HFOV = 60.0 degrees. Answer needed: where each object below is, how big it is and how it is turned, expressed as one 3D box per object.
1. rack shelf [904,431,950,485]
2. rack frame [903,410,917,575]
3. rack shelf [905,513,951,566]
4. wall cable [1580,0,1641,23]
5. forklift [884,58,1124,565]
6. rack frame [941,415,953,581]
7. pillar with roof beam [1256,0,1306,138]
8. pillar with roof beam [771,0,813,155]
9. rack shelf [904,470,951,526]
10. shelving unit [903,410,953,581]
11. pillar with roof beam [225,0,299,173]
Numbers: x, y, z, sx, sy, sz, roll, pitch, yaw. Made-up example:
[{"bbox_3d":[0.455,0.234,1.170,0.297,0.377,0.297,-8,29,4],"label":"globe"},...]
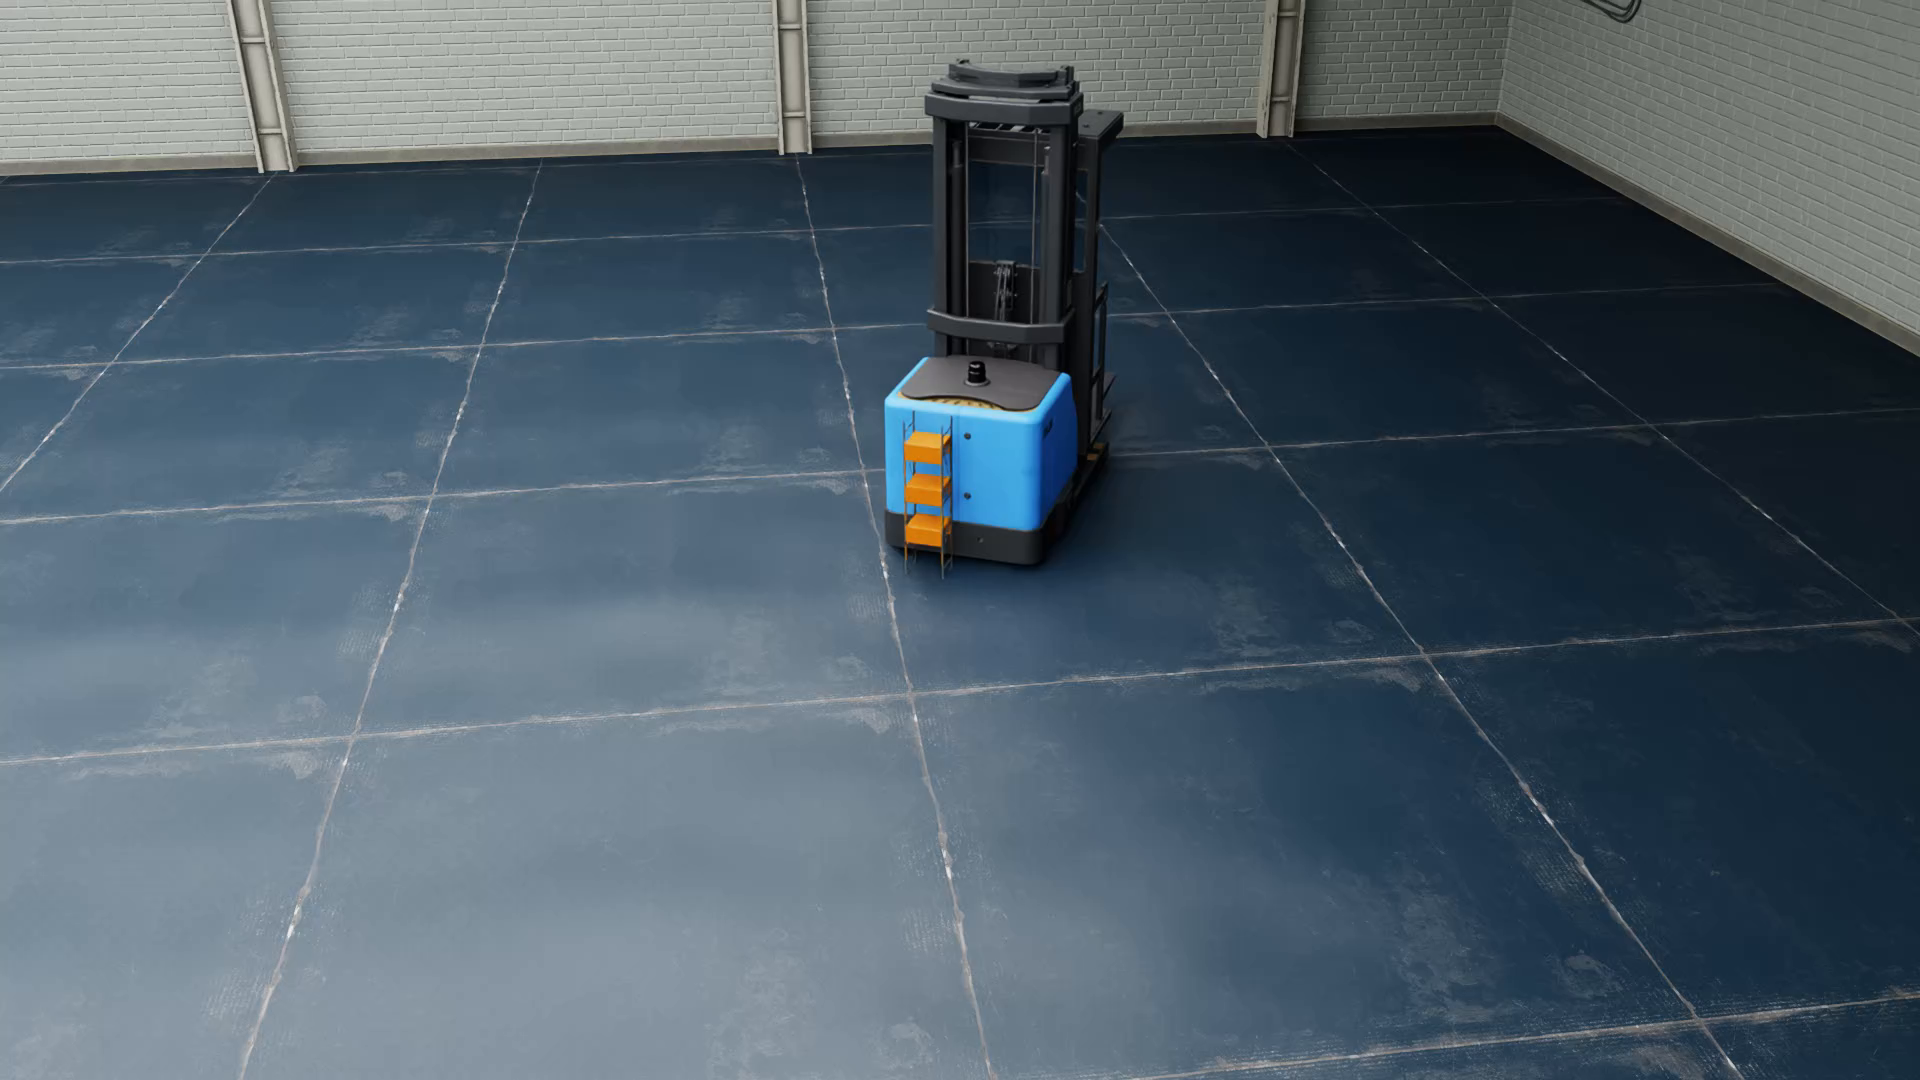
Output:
[{"bbox_3d":[-0.197,-0.514,10.206,0.240,0.259,0.215,8,28,15],"label":"rack shelf"},{"bbox_3d":[-0.313,-0.288,10.364,0.008,1.050,0.200,8,28,15],"label":"rack frame"},{"bbox_3d":[-0.196,-0.015,10.463,0.240,0.259,0.215,8,28,15],"label":"rack shelf"},{"bbox_3d":[7.050,-7.303,18.729,0.112,2.526,3.097,-4,27,-7],"label":"wall cable"},{"bbox_3d":[0.440,-1.801,11.252,1.130,2.935,3.031,8,28,15],"label":"forklift"},{"bbox_3d":[-0.080,-0.255,10.299,0.008,1.050,0.200,8,28,15],"label":"rack frame"},{"bbox_3d":[4.548,-7.149,15.027,0.400,9.000,9.100,-4,27,-7],"label":"pillar with roof beam"},{"bbox_3d":[-1.394,-6.767,14.284,0.400,9.000,9.100,-4,27,-7],"label":"pillar with roof beam"},{"bbox_3d":[-0.196,-0.262,10.336,0.240,0.259,0.215,8,28,15],"label":"rack shelf"},{"bbox_3d":[-0.196,-0.271,10.331,0.252,1.050,0.215,8,28,15],"label":"shelving unit"},{"bbox_3d":[-7.335,-6.385,13.540,0.400,9.000,9.100,-4,27,-7],"label":"pillar with roof beam"}]
